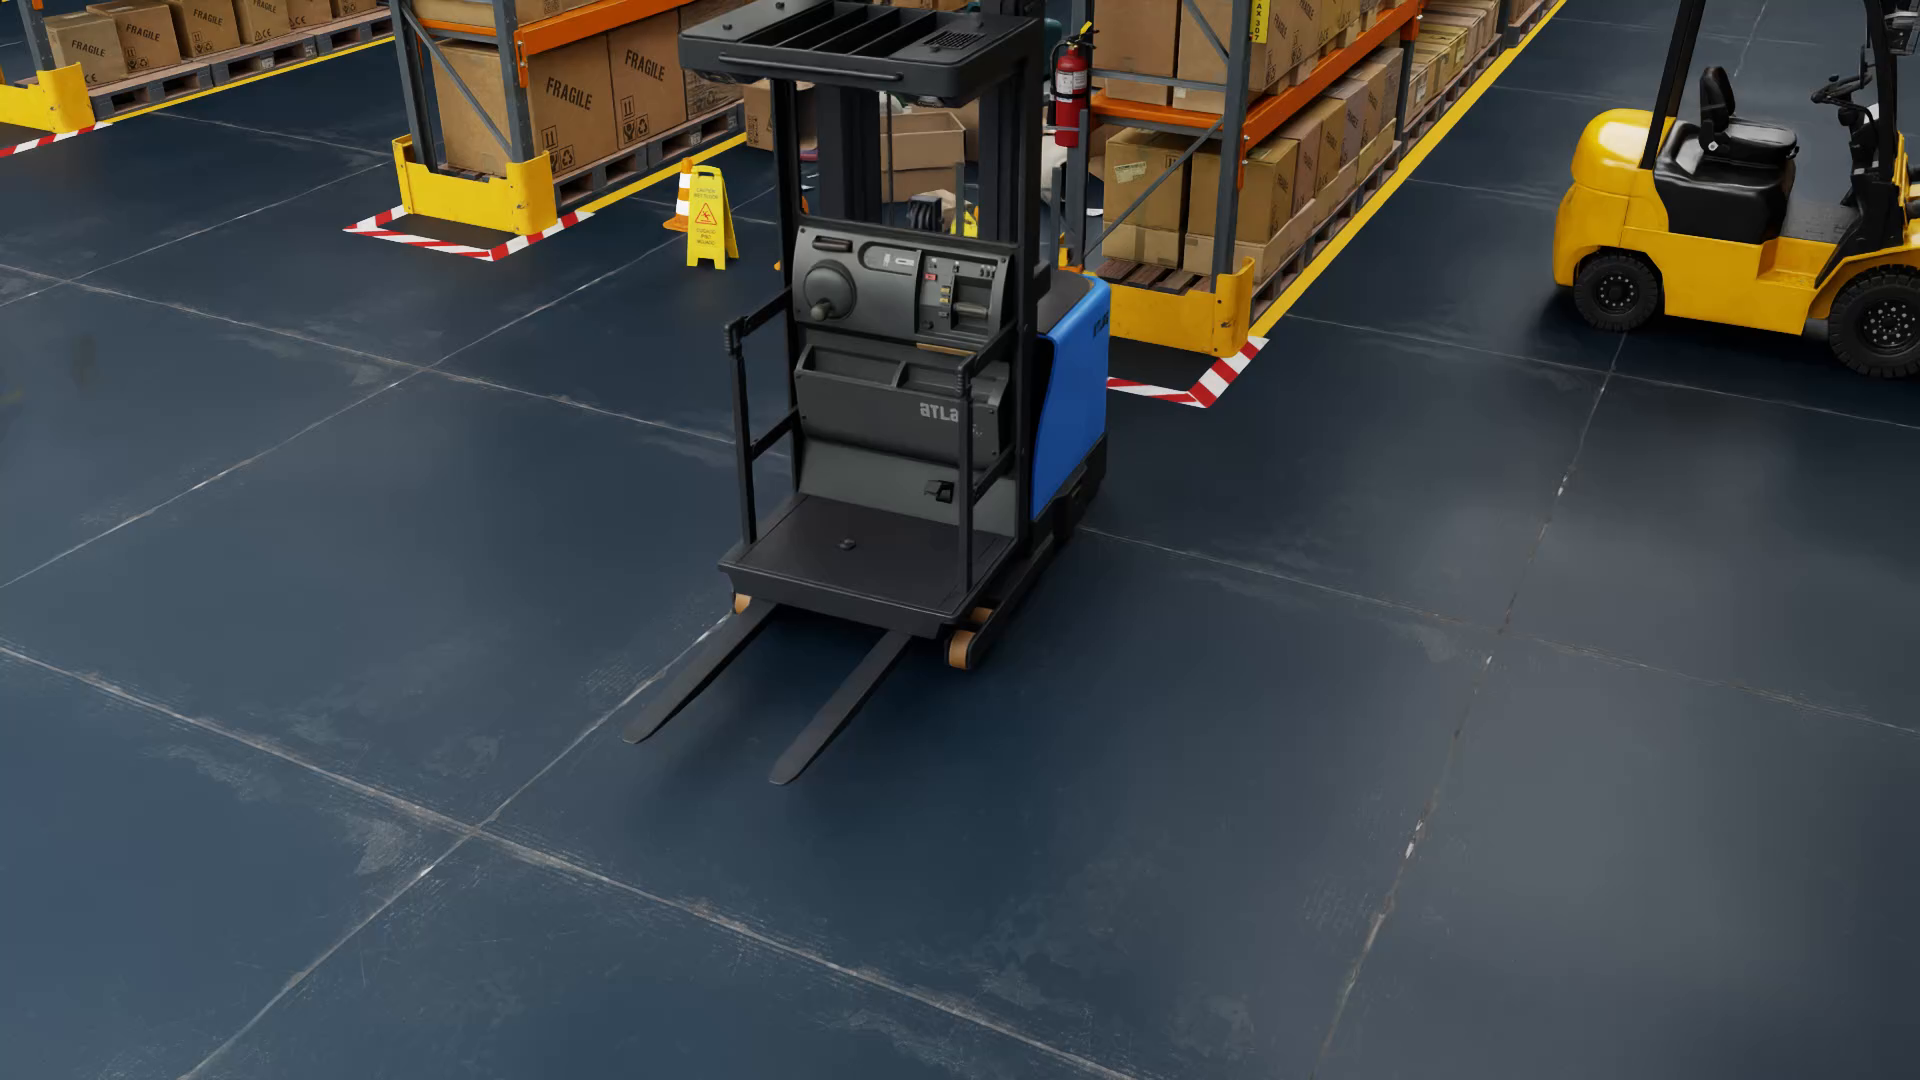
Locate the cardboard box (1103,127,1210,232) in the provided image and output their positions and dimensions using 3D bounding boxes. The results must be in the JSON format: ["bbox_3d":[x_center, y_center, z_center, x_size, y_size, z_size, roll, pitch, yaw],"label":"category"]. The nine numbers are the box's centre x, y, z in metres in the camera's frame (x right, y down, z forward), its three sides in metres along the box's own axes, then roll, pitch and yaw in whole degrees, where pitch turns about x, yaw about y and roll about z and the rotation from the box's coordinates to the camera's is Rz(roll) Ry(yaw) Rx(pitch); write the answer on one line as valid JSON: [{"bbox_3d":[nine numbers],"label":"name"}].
[{"bbox_3d":[1.214,-2.243,10.230,0.500,0.500,0.500,15,33,24],"label":"cardboard box"}]

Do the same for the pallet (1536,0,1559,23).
[{"bbox_3d":[5.709,-5.722,17.502,1.003,0.211,1.213,14,33,23],"label":"pallet"}]

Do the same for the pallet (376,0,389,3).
[{"bbox_3d":[-5.565,-5.671,17.413,1.003,0.211,1.213,14,33,23],"label":"pallet"}]

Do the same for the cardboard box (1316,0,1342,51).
[{"bbox_3d":[2.008,-3.289,10.067,0.500,0.500,0.500,14,33,22],"label":"cardboard box"}]

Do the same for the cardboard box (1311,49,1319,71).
[{"bbox_3d":[1.961,-2.947,10.122,0.380,0.149,0.250,15,33,25],"label":"cardboard box"}]

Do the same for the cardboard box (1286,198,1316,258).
[{"bbox_3d":[1.934,-2.023,10.599,0.500,0.250,0.500,16,33,25],"label":"cardboard box"}]

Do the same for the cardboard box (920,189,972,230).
[{"bbox_3d":[-0.120,-2.316,11.634,0.250,0.149,0.380,-18,34,-28],"label":"cardboard box"}]

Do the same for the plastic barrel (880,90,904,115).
[{"bbox_3d":[-0.700,-3.397,13.240,0.421,0.421,0.512,-12,32,-20],"label":"plastic barrel"}]

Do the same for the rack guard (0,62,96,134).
[{"bbox_3d":[-7.706,-3.711,13.711,1.175,0.500,0.348,14,33,23],"label":"rack guard"}]

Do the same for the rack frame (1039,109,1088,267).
[{"bbox_3d":[0.417,-1.604,9.037,0.500,1.500,0.032,5,30,9],"label":"rack frame"}]

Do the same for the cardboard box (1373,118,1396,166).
[{"bbox_3d":[2.874,-2.953,12.220,0.500,0.250,0.500,16,33,25],"label":"cardboard box"}]

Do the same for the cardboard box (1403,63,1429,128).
[{"bbox_3d":[3.140,-3.562,13.158,0.950,0.372,0.625,15,33,24],"label":"cardboard box"}]

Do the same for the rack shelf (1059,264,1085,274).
[{"bbox_3d":[0.323,-1.199,8.693,0.538,0.185,1.000,5,30,9],"label":"rack shelf"}]

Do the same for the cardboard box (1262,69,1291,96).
[{"bbox_3d":[1.716,-2.722,9.731,0.380,0.149,0.250,13,32,22],"label":"cardboard box"}]

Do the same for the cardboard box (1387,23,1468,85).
[{"bbox_3d":[3.780,-4.190,14.252,0.950,0.372,0.625,15,33,25],"label":"cardboard box"}]

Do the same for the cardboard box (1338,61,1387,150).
[{"bbox_3d":[2.643,-3.053,11.640,0.500,0.500,0.500,15,33,24],"label":"cardboard box"}]

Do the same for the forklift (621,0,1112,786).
[{"bbox_3d":[-0.328,-0.978,6.511,1.130,2.935,3.031,12,32,20],"label":"forklift"}]

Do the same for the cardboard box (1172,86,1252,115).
[{"bbox_3d":[1.421,-2.508,9.358,0.380,0.149,0.250,14,33,23],"label":"cardboard box"}]

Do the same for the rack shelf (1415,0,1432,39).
[{"bbox_3d":[3.815,-4.861,13.926,1.077,0.370,4.000,14,33,23],"label":"rack shelf"}]

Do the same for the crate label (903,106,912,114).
[{"bbox_3d":[-0.427,-3.463,13.644,0.298,0.136,0.250,-7,31,-11],"label":"crate label"}]

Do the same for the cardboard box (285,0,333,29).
[{"bbox_3d":[-6.390,-5.209,15.897,0.500,0.500,0.500,-26,39,-37],"label":"cardboard box"}]

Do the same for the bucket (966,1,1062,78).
[{"bbox_3d":[0.442,-4.021,13.501,0.620,0.611,0.726,-14,31,-42],"label":"bucket"}]

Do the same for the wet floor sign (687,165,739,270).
[{"bbox_3d":[-1.622,-2.109,10.774,0.267,0.644,0.232,9,31,15],"label":"wet floor sign"}]

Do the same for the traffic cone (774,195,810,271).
[{"bbox_3d":[-1.014,-1.998,10.764,0.336,0.463,0.334,14,33,23],"label":"traffic cone"}]

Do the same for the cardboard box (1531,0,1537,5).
[{"bbox_3d":[5.525,-6.002,16.902,0.875,0.875,0.875,15,33,24],"label":"cardboard box"}]

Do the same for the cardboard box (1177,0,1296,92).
[{"bbox_3d":[1.544,-2.833,9.272,0.500,0.500,0.500,14,33,23],"label":"cardboard box"}]

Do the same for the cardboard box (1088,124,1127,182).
[{"bbox_3d":[1.204,-3.037,12.535,0.500,0.500,0.500,-12,32,-20],"label":"cardboard box"}]

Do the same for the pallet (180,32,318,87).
[{"bbox_3d":[-6.747,-4.477,15.334,1.003,0.211,1.213,14,33,23],"label":"pallet"}]

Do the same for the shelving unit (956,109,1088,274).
[{"bbox_3d":[0.324,-1.360,8.611,0.587,1.500,1.083,5,30,9],"label":"shelving unit"}]

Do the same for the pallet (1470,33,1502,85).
[{"bbox_3d":[4.369,-4.505,15.382,1.003,0.211,1.213,14,33,23],"label":"pallet"}]

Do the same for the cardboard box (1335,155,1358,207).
[{"bbox_3d":[2.404,-2.491,11.414,0.500,0.250,0.500,15,33,24],"label":"cardboard box"}]

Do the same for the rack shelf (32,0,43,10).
[{"bbox_3d":[-6.829,-5.336,14.753,1.077,0.370,4.000,14,33,23],"label":"rack shelf"}]

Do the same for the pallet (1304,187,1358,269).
[{"bbox_3d":[2.075,-2.229,11.419,1.003,0.211,1.213,14,33,23],"label":"pallet"}]

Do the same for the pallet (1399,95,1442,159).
[{"bbox_3d":[3.257,-3.423,13.499,1.003,0.211,1.213,14,33,23],"label":"pallet"}]

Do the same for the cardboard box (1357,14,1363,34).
[{"bbox_3d":[2.426,-3.408,10.925,0.380,0.149,0.250,14,33,22],"label":"cardboard box"}]

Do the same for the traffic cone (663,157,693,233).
[{"bbox_3d":[-1.865,-2.405,11.473,0.336,0.463,0.334,14,33,23],"label":"traffic cone"}]

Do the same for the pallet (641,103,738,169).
[{"bbox_3d":[-2.520,-3.293,13.273,1.003,0.211,1.213,14,33,23],"label":"pallet"}]

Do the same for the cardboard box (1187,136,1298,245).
[{"bbox_3d":[1.706,-2.134,10.040,0.500,0.500,0.500,13,32,22],"label":"cardboard box"}]

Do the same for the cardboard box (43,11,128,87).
[{"bbox_3d":[-7.441,-4.133,14.023,0.500,0.500,0.500,21,36,32],"label":"cardboard box"}]

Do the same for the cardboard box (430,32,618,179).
[{"bbox_3d":[-3.121,-3.168,11.966,0.875,0.875,0.875,14,33,24],"label":"cardboard box"}]

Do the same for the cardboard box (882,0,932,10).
[{"bbox_3d":[-0.903,-5.294,15.794,1.050,0.750,0.750,14,33,23],"label":"cardboard box"}]

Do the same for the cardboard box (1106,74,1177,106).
[{"bbox_3d":[1.062,-2.619,9.550,0.380,0.149,0.250,15,33,25],"label":"cardboard box"}]

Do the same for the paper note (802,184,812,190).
[{"bbox_3d":[-1.164,-2.595,12.240,0.142,0.017,0.144,-25,38,-36],"label":"paper note"}]

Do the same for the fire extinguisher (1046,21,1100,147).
[{"bbox_3d":[0.619,-2.534,9.228,0.296,0.674,0.183,14,33,23],"label":"fire extinguisher"}]

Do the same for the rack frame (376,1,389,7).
[{"bbox_3d":[-5.918,-6.535,16.117,1.000,3.000,0.127,14,33,23],"label":"rack frame"}]

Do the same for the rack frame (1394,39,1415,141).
[{"bbox_3d":[2.904,-4.287,12.203,1.000,3.000,0.127,14,33,23],"label":"rack frame"}]

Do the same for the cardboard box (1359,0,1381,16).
[{"bbox_3d":[2.462,-3.745,10.860,0.500,0.500,0.500,15,33,25],"label":"cardboard box"}]

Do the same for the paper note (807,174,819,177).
[{"bbox_3d":[-1.090,-2.744,12.518,0.123,0.001,0.032,-18,34,-28],"label":"paper note"}]

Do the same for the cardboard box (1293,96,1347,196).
[{"bbox_3d":[2.176,-2.587,10.829,0.500,0.500,0.500,15,33,24],"label":"cardboard box"}]

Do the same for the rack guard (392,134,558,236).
[{"bbox_3d":[-3.382,-2.497,11.596,1.175,0.500,0.348,14,33,23],"label":"rack guard"}]

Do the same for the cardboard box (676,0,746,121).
[{"bbox_3d":[-2.305,-3.962,13.349,0.875,0.875,0.875,15,33,24],"label":"cardboard box"}]

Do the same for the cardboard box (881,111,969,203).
[{"bbox_3d":[-0.372,-2.784,12.092,0.797,0.503,0.637,-7,31,-11],"label":"cardboard box"}]

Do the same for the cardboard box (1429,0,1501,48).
[{"bbox_3d":[4.460,-4.854,15.408,0.950,0.372,0.625,12,32,20],"label":"cardboard box"}]

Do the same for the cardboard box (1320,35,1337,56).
[{"bbox_3d":[2.174,-3.188,10.541,0.380,0.149,0.250,13,32,22],"label":"cardboard box"}]

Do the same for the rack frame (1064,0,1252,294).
[{"bbox_3d":[1.082,-2.513,9.115,1.000,3.000,0.127,14,33,23],"label":"rack frame"}]

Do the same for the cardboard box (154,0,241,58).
[{"bbox_3d":[-6.897,-4.679,14.974,0.500,0.500,0.500,18,34,28],"label":"cardboard box"}]

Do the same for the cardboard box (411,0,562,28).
[{"bbox_3d":[-3.242,-3.831,11.259,0.875,0.550,0.550,14,33,23],"label":"cardboard box"}]

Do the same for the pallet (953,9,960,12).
[{"bbox_3d":[-0.710,-5.058,16.345,1.003,0.211,1.213,14,33,23],"label":"pallet"}]

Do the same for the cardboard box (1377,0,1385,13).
[{"bbox_3d":[2.733,-3.756,11.531,0.380,0.149,0.250,14,33,24],"label":"cardboard box"}]
